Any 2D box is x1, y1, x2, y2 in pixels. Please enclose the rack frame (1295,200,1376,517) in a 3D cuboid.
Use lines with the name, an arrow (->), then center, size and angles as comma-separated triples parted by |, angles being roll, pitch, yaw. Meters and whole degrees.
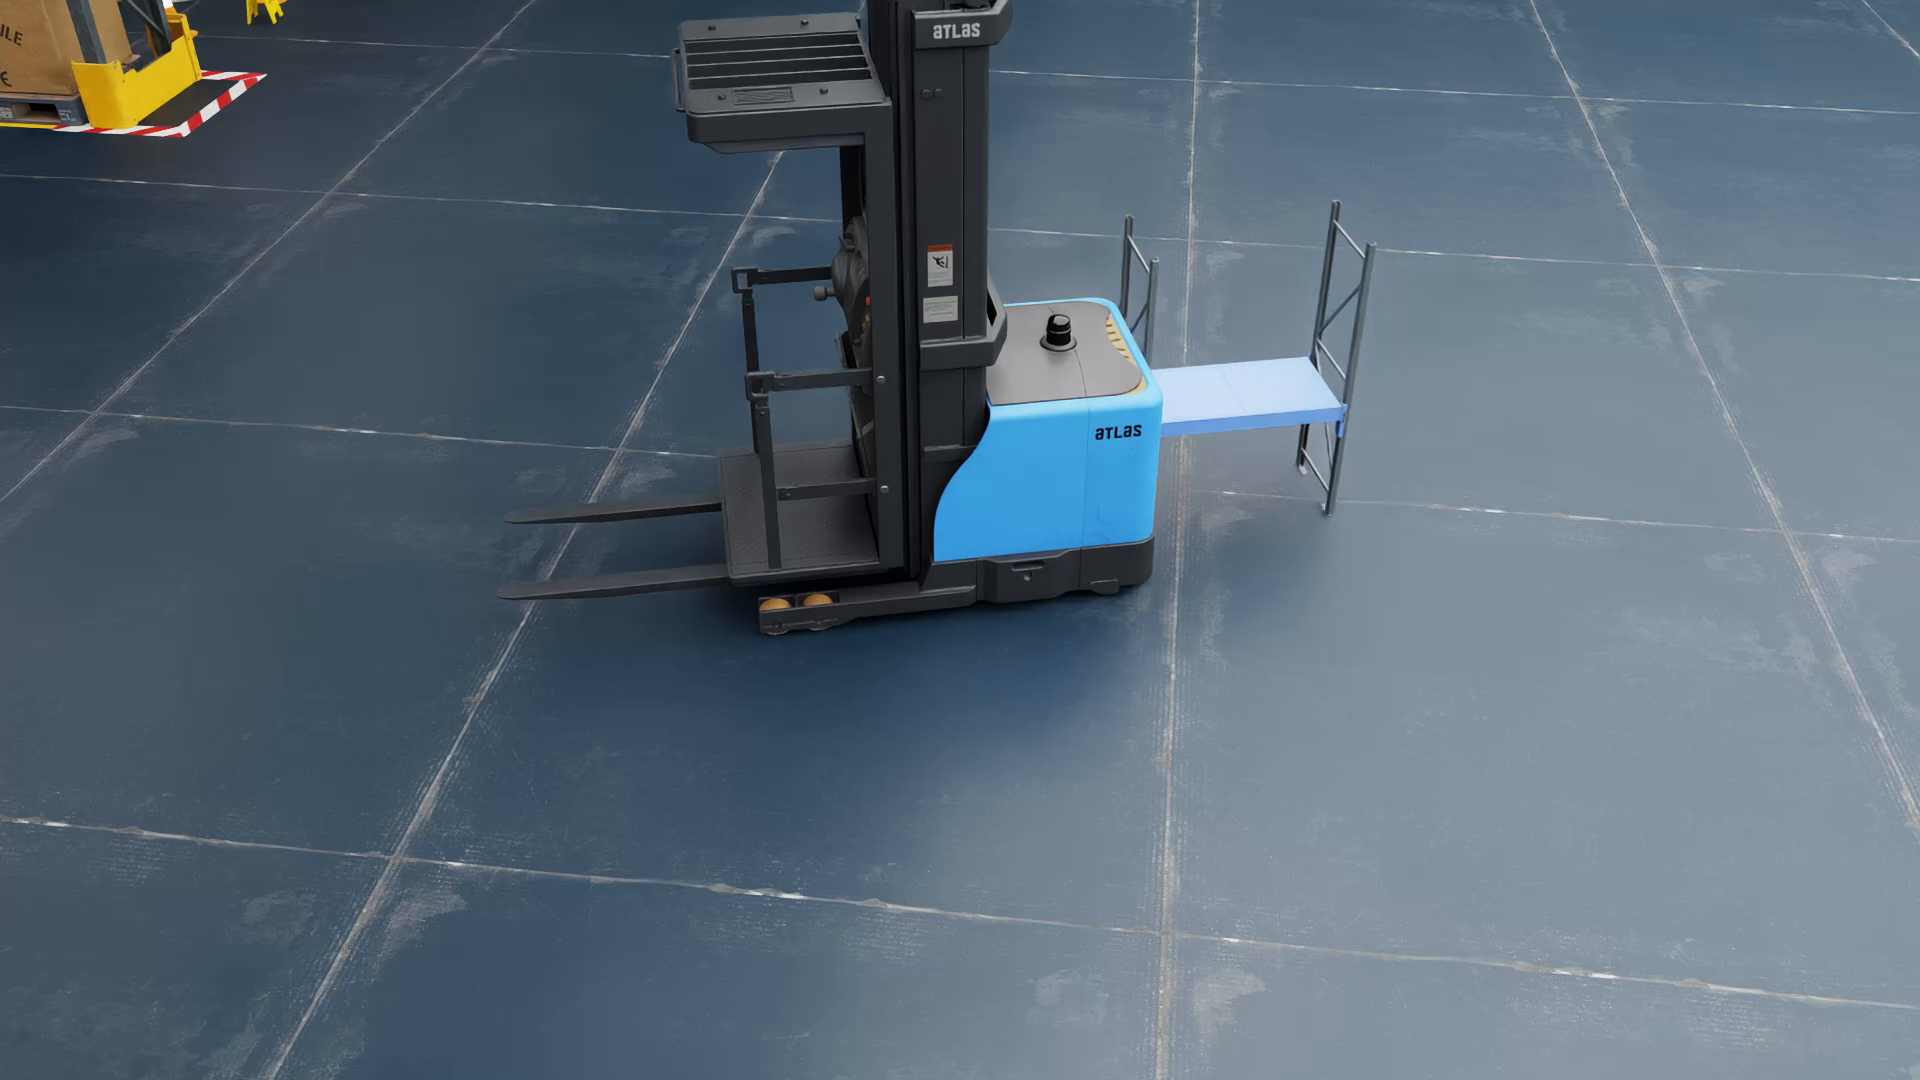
rack frame -> 1.834, -0.872, 8.181 | 0.032, 1.500, 0.500 | -6, 36, -8

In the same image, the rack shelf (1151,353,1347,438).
rack shelf -> 1.333, -0.676, 8.216 | 1.000, 0.185, 0.538 | -6, 36, -8

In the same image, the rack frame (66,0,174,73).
rack frame -> -6.418, -4.683, 12.230 | 0.127, 3.000, 1.000 | 4, 36, 6

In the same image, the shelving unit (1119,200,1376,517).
shelving unit -> 1.333, -0.823, 8.112 | 1.048, 1.500, 0.538 | -6, 36, -8

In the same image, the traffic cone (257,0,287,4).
traffic cone -> -6.283, -5.134, 15.045 | 0.334, 0.463, 0.336 | 4, 36, 6

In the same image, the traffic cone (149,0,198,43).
traffic cone -> -6.764, -4.508, 14.168 | 0.334, 0.463, 0.336 | 4, 36, 6

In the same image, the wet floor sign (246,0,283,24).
wet floor sign -> -6.138, -4.864, 14.509 | 0.232, 0.644, 0.267 | -2, 36, -2

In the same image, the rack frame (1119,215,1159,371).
rack frame -> 0.832, -0.774, 8.043 | 0.032, 1.500, 0.500 | -6, 36, -8

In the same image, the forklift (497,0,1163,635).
forklift -> -0.651, -1.089, 7.253 | 3.031, 2.935, 1.130 | -6, 36, -8

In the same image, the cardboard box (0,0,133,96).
cardboard box -> -7.099, -4.001, 12.742 | 0.875, 0.875, 0.875 | 4, 36, 6

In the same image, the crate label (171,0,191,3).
crate label -> -7.071, -5.024, 15.171 | 0.298, 0.136, 0.250 | -14, 38, -18

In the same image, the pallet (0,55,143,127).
pallet -> -7.221, -3.562, 13.060 | 1.213, 0.211, 1.003 | 4, 36, 6

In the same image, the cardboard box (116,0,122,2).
cardboard box -> -7.953, -5.198, 15.100 | 0.637, 0.503, 0.797 | -20, 40, -26

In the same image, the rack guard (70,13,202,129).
rack guard -> -6.395, -3.664, 12.954 | 0.348, 0.500, 1.175 | 4, 36, 6
